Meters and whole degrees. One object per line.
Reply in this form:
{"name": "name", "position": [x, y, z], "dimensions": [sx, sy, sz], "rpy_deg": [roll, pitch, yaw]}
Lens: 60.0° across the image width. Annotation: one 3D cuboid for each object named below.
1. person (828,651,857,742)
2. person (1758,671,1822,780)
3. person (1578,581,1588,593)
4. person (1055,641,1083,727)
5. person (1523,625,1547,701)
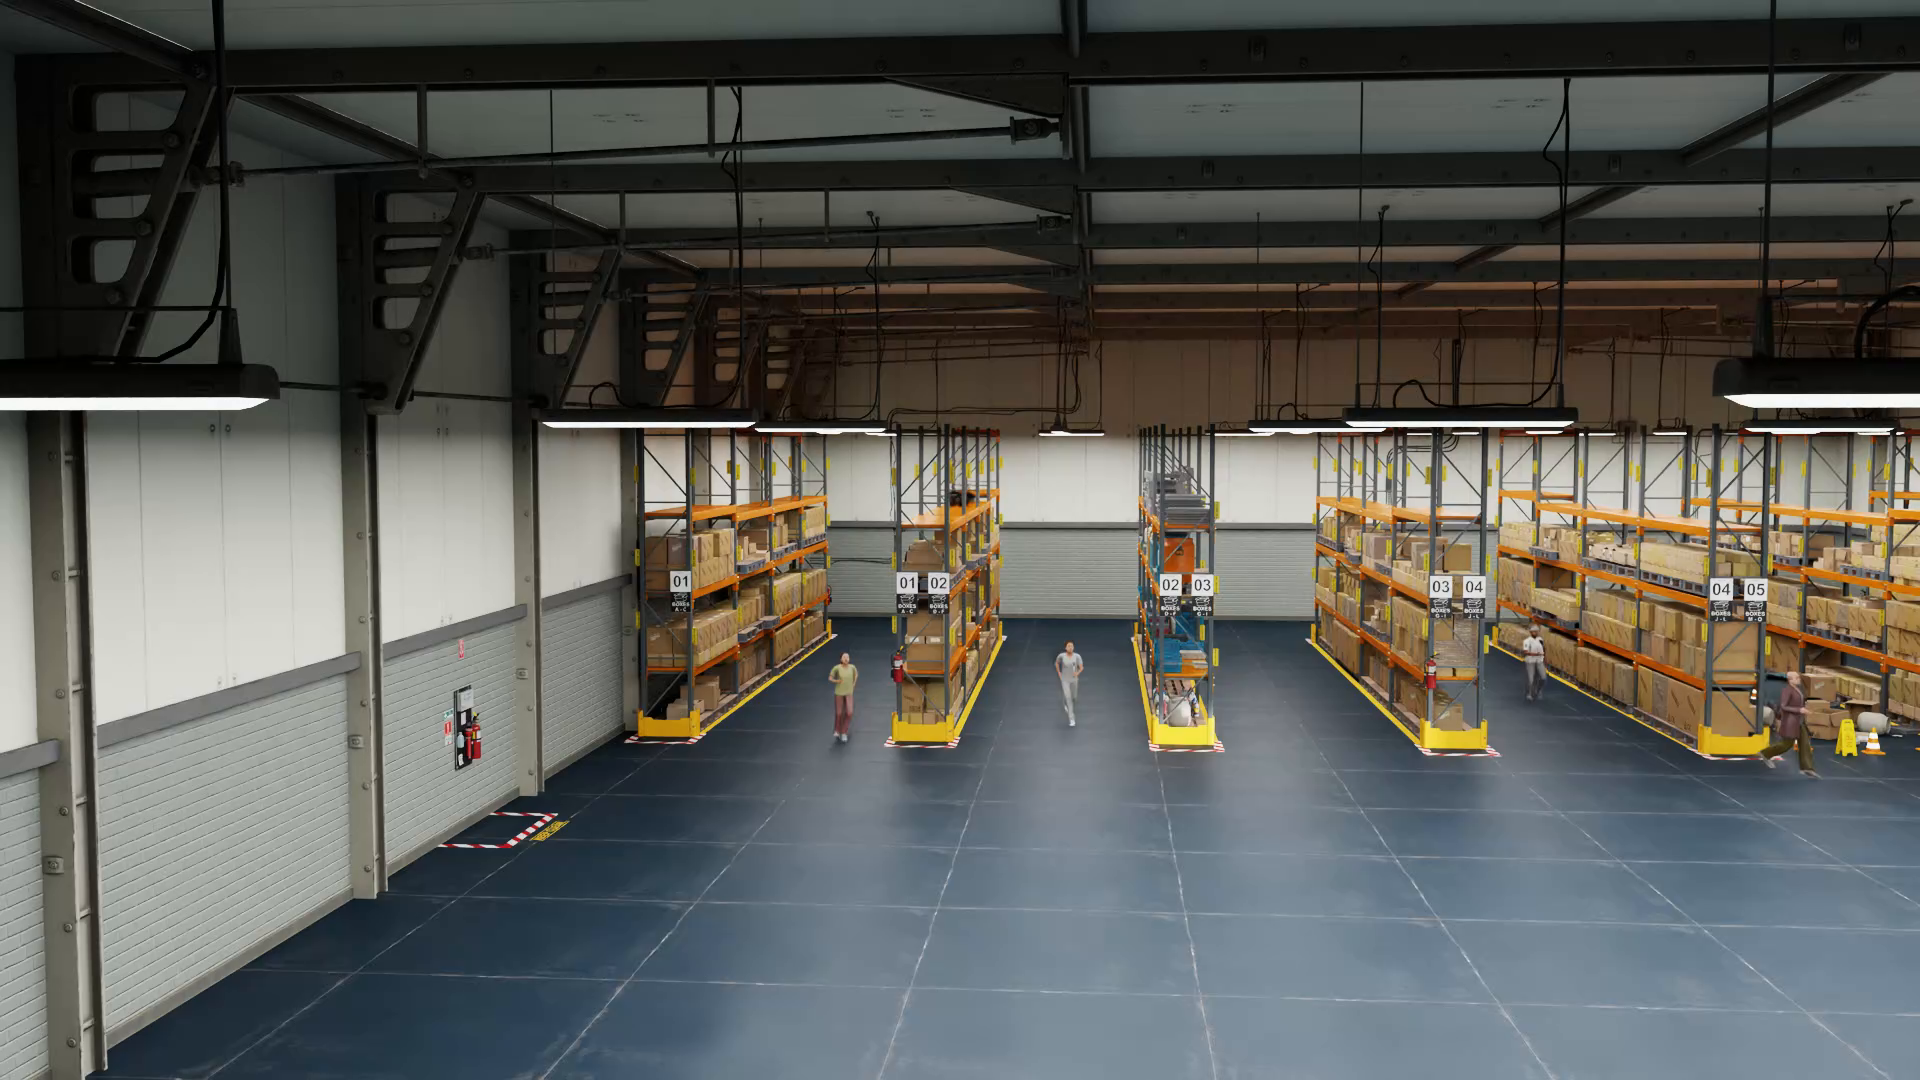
{"name": "person", "position": [-2.216, 2.975, 31.647], "dimensions": [0.590, 1.732, 0.662], "rpy_deg": [-1, 4, -14]}
{"name": "person", "position": [14.092, 3.113, 28.193], "dimensions": [0.710, 1.790, 1.042], "rpy_deg": [-3, 4, -39]}
{"name": "person", "position": [17.683, 1.961, 47.255], "dimensions": [0.901, 1.789, 0.669], "rpy_deg": [1, 4, 12]}
{"name": "person", "position": [2.217, 2.863, 33.612], "dimensions": [0.537, 1.677, 1.114], "rpy_deg": [-1, 4, -11]}
{"name": "person", "position": [12.542, 2.677, 36.198], "dimensions": [0.569, 1.663, 0.655], "rpy_deg": [0, 3, -4]}
